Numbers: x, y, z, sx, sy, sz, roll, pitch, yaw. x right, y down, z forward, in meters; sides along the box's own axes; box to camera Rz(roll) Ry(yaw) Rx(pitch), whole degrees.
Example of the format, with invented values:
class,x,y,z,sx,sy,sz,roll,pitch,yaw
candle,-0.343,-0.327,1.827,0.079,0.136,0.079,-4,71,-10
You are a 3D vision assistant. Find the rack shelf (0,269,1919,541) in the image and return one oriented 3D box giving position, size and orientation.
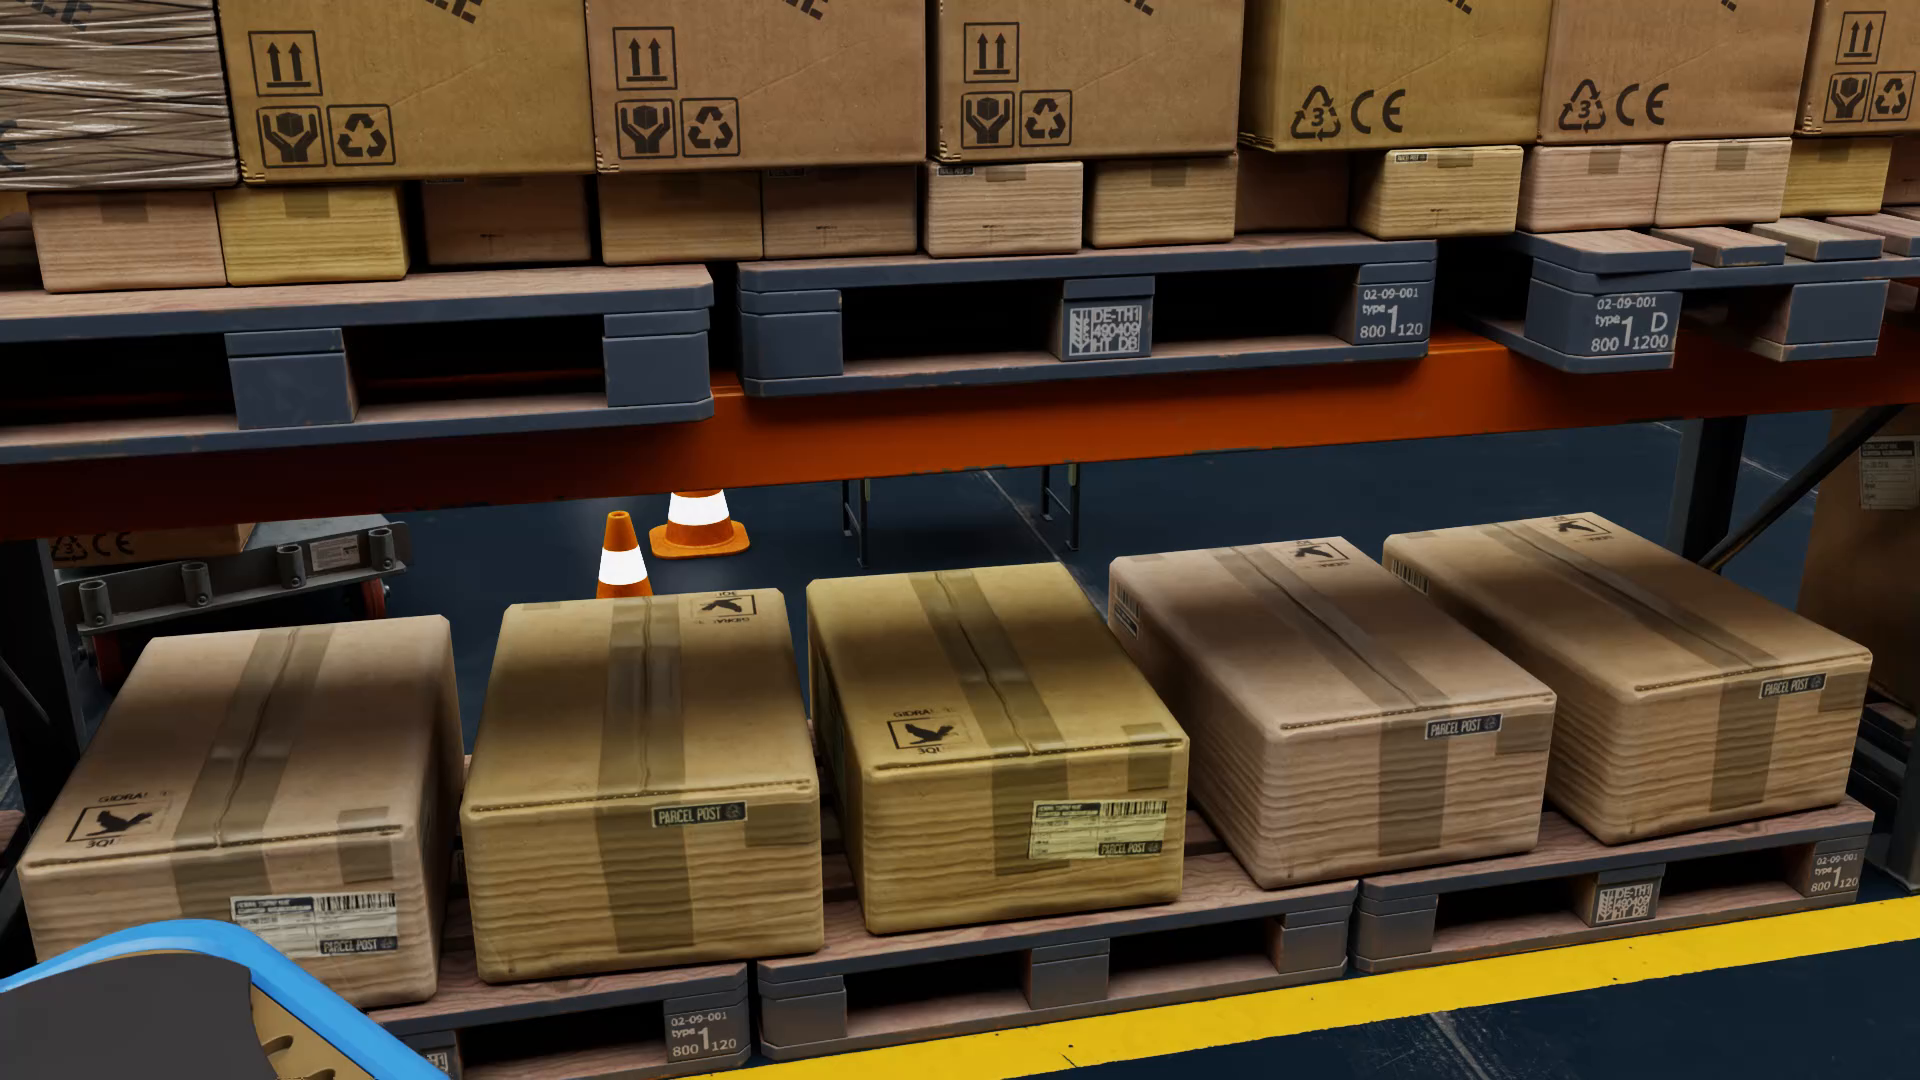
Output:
class,x,y,z,sx,sy,sz,roll,pitch,yaw
rack shelf,0.100,-0.300,3.318,4.000,0.370,1.077,-5,21,-12

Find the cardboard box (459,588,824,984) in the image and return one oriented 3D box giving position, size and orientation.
class,x,y,z,sx,sy,sz,roll,pitch,yaw
cardboard box,-0.638,0.457,3.416,0.625,0.372,0.950,-3,20,-9

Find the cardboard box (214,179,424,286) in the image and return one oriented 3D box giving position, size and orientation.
class,x,y,z,sx,sy,sz,roll,pitch,yaw
cardboard box,-0.991,-0.513,2.610,0.250,0.149,0.380,-4,21,-11

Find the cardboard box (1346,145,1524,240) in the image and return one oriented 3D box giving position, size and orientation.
class,x,y,z,sx,sy,sz,roll,pitch,yaw
cardboard box,0.791,-0.646,2.973,0.250,0.149,0.380,-4,21,-12

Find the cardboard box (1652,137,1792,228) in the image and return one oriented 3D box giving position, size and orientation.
class,x,y,z,sx,sy,sz,roll,pitch,yaw
cardboard box,1.302,-0.690,3.092,0.250,0.149,0.380,-5,21,-13

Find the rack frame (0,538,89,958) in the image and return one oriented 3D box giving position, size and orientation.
class,x,y,z,sx,sy,sz,roll,pitch,yaw
rack frame,-1.847,-0.479,2.762,0.127,3.000,1.000,-5,21,-12

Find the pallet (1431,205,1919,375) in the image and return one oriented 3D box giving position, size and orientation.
class,x,y,z,sx,sy,sz,roll,pitch,yaw
pallet,1.377,-0.614,3.408,1.003,0.211,1.213,-5,21,-12

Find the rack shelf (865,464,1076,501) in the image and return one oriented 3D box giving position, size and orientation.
class,x,y,z,sx,sy,sz,roll,pitch,yaw
rack shelf,-0.006,-0.398,5.667,0.720,0.370,0.431,-5,21,-12

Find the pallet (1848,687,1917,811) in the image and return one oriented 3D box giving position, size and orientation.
class,x,y,z,sx,sy,sz,roll,pitch,yaw
pallet,2.831,0.476,4.208,1.213,0.211,1.003,-5,21,-12

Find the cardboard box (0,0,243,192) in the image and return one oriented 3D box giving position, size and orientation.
class,x,y,z,sx,sy,sz,roll,pitch,yaw
cardboard box,-1.324,-0.804,2.461,0.500,0.500,0.500,-4,21,-11

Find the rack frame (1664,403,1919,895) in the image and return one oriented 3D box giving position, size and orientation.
class,x,y,z,sx,sy,sz,roll,pitch,yaw
rack frame,2.046,-0.796,3.627,0.127,3.000,1.000,-5,21,-12

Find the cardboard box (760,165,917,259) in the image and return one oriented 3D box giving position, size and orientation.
class,x,y,z,sx,sy,sz,roll,pitch,yaw
cardboard box,-0.232,-0.587,2.810,0.250,0.149,0.380,-4,21,-12

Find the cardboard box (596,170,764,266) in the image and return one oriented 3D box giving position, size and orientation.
class,x,y,z,sx,sy,sz,roll,pitch,yaw
cardboard box,-0.473,-0.568,2.758,0.250,0.149,0.380,-4,21,-12

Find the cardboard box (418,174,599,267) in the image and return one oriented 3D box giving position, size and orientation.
class,x,y,z,sx,sy,sz,roll,pitch,yaw
cardboard box,-0.733,-0.561,2.741,0.250,0.149,0.380,-3,20,-9

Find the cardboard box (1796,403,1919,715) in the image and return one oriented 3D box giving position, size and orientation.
class,x,y,z,sx,sy,sz,roll,pitch,yaw
cardboard box,2.737,-0.022,3.993,0.875,0.875,0.875,-5,21,-13

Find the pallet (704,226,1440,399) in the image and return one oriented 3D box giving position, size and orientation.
class,x,y,z,sx,sy,sz,roll,pitch,yaw
pallet,0.129,-0.536,3.194,1.213,0.211,1.003,-5,21,-12

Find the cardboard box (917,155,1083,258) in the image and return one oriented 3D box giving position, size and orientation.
class,x,y,z,sx,sy,sz,roll,pitch,yaw
cardboard box,0.039,-0.590,2.820,0.250,0.149,0.380,-4,20,-10

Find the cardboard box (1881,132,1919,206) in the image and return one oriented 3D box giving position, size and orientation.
class,x,y,z,sx,sy,sz,roll,pitch,yaw
cardboard box,1.781,-0.770,3.312,0.250,0.149,0.380,-4,20,-10

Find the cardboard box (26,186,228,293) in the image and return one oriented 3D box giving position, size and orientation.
class,x,y,z,sx,sy,sz,roll,pitch,yaw
cardboard box,-1.236,-0.497,2.564,0.250,0.149,0.380,-4,21,-12

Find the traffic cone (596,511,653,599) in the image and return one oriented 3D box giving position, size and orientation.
class,x,y,z,sx,sy,sz,roll,pitch,yaw
traffic cone,-0.962,0.145,4.746,0.334,0.463,0.336,-5,21,-12

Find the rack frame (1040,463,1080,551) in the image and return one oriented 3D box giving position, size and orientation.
class,x,y,z,sx,sy,sz,roll,pitch,yaw
rack frame,0.350,-0.733,5.634,0.023,1.500,0.400,-5,21,-12

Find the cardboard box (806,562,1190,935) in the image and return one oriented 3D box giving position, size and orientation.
class,x,y,z,sx,sy,sz,roll,pitch,yaw
cardboard box,0.038,0.401,3.568,0.625,0.372,0.950,-4,20,-11

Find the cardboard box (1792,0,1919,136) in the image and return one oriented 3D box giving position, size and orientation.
class,x,y,z,sx,sy,sz,roll,pitch,yaw
cardboard box,1.668,-1.051,3.134,0.500,0.500,0.500,-5,21,-14

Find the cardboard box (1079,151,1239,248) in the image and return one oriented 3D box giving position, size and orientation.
class,x,y,z,sx,sy,sz,roll,pitch,yaw
cardboard box,0.292,-0.621,2.905,0.250,0.149,0.380,-5,21,-14

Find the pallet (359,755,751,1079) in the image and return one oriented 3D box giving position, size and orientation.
class,x,y,z,sx,sy,sz,roll,pitch,yaw
pallet,-1.089,0.768,3.412,1.213,0.211,1.003,-5,21,-12

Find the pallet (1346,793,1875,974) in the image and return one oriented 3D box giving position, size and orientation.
class,x,y,z,sx,sy,sz,roll,pitch,yaw
pallet,1.285,0.575,3.939,1.213,0.211,1.003,-5,21,-12

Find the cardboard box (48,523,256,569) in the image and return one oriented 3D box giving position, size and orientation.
class,x,y,z,sx,sy,sz,roll,pitch,yaw
cardboard box,-2.285,-0.255,4.682,0.500,0.500,0.500,-5,21,-12

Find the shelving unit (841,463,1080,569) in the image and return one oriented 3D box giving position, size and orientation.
class,x,y,z,sx,sy,sz,roll,pitch,yaw
shelving unit,-0.006,-0.704,5.555,0.755,1.500,0.431,-5,21,-12

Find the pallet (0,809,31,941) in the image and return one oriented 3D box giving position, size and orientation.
class,x,y,z,sx,sy,sz,roll,pitch,yaw
pallet,-2.492,0.895,3.065,1.213,0.211,1.003,-5,21,-12

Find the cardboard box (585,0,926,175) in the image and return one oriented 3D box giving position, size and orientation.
class,x,y,z,sx,sy,sz,roll,pitch,yaw
cardboard box,-0.353,-0.879,2.664,0.500,0.500,0.500,-5,21,-13

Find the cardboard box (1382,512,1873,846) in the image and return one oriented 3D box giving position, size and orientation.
class,x,y,z,sx,sy,sz,roll,pitch,yaw
cardboard box,1.494,0.282,3.893,0.625,0.372,0.950,-6,21,-16

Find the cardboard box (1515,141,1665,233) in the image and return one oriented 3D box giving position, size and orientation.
class,x,y,z,sx,sy,sz,roll,pitch,yaw
cardboard box,1.055,-0.673,3.045,0.250,0.149,0.380,-6,21,-15

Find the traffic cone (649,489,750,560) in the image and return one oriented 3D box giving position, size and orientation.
class,x,y,z,sx,sy,sz,roll,pitch,yaw
traffic cone,-0.910,-0.213,5.722,0.334,0.463,0.336,-5,21,-12

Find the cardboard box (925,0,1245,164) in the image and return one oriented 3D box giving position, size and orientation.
class,x,y,z,sx,sy,sz,roll,pitch,yaw
cardboard box,0.145,-0.923,2.785,0.500,0.500,0.500,-6,21,-15

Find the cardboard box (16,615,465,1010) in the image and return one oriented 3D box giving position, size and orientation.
class,x,y,z,sx,sy,sz,roll,pitch,yaw
cardboard box,-1.337,0.515,3.258,0.625,0.372,0.950,-4,21,-12

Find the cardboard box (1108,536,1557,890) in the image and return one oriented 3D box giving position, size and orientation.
class,x,y,z,sx,sy,sz,roll,pitch,yaw
cardboard box,0.778,0.343,3.727,0.625,0.372,0.950,-5,21,-14

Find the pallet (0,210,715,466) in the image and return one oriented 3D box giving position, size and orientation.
class,x,y,z,sx,sy,sz,roll,pitch,yaw
pallet,-1.069,-0.401,2.828,1.213,0.211,1.003,-5,21,-12

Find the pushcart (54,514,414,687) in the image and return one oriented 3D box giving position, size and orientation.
class,x,y,z,sx,sy,sz,roll,pitch,yaw
pushcart,-2.420,-0.007,5.286,0.936,0.377,1.648,-13,24,-31

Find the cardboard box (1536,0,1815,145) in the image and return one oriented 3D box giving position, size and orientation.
class,x,y,z,sx,sy,sz,roll,pitch,yaw
cardboard box,1.167,-1.006,3.012,0.500,0.500,0.500,-5,21,-13

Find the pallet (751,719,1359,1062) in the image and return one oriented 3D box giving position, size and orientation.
class,x,y,z,sx,sy,sz,roll,pitch,yaw
pallet,0.100,0.670,3.678,1.213,0.211,1.003,-5,21,-12

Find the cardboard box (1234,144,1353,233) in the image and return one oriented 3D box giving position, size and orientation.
class,x,y,z,sx,sy,sz,roll,pitch,yaw
cardboard box,0.517,-0.669,3.034,0.250,0.149,0.380,-4,21,-12

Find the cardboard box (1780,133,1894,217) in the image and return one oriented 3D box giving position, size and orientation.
class,x,y,z,sx,sy,sz,roll,pitch,yaw
cardboard box,1.537,-0.725,3.188,0.250,0.149,0.380,-4,21,-12

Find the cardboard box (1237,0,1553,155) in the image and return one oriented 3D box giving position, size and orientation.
class,x,y,z,sx,sy,sz,roll,pitch,yaw
cardboard box,0.676,-0.966,2.902,0.500,0.500,0.500,-6,21,-16

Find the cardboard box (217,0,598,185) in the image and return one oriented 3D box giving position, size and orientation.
class,x,y,z,sx,sy,sz,roll,pitch,yaw
cardboard box,-0.837,-0.844,2.570,0.500,0.500,0.500,-5,21,-12

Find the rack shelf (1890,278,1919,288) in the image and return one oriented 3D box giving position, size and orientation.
class,x,y,z,sx,sy,sz,roll,pitch,yaw
rack shelf,3.992,-0.616,4.182,4.000,0.370,1.077,-5,21,-12

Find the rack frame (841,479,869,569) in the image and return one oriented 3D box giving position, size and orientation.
class,x,y,z,sx,sy,sz,roll,pitch,yaw
rack frame,-0.363,-0.675,5.476,0.023,1.500,0.400,-5,21,-12

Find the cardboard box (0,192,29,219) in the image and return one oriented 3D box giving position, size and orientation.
class,x,y,z,sx,sy,sz,roll,pitch,yaw
cardboard box,-3.712,-1.301,7.485,0.875,0.875,0.875,-4,21,-12
